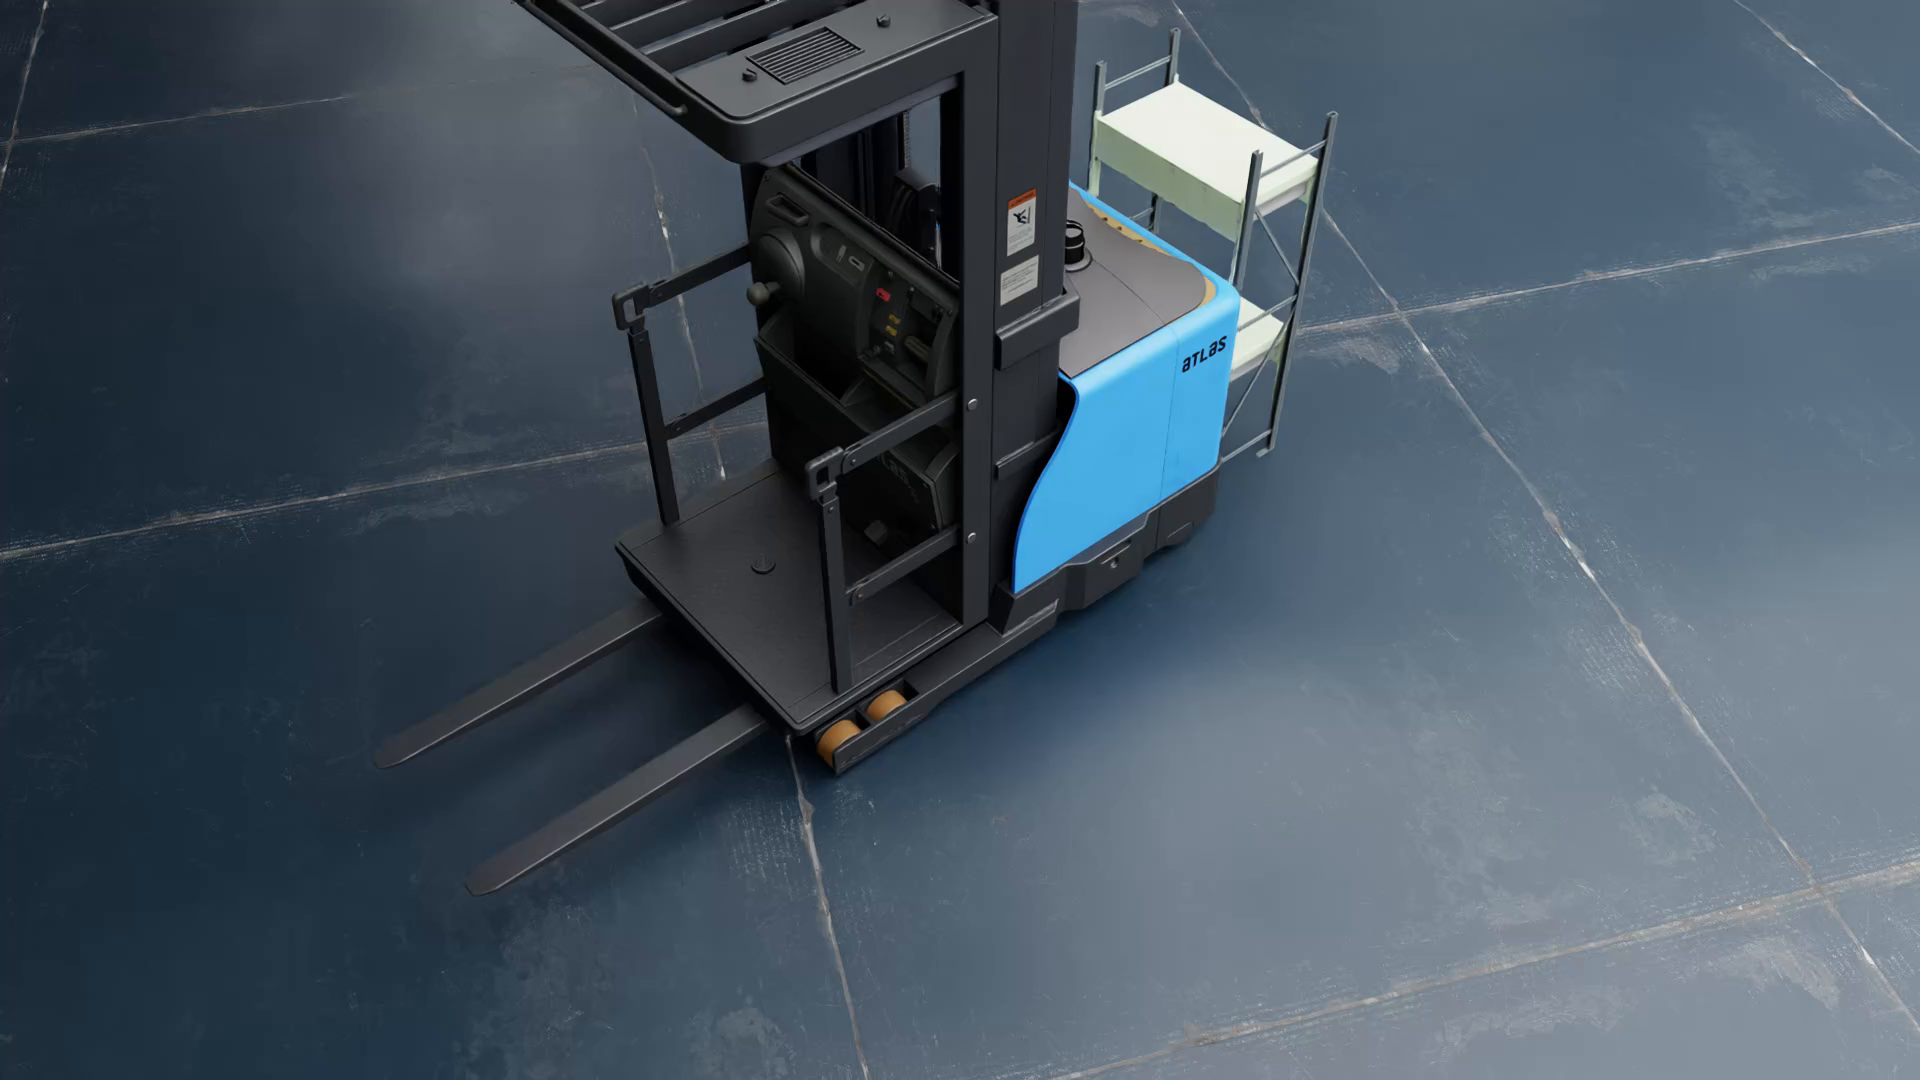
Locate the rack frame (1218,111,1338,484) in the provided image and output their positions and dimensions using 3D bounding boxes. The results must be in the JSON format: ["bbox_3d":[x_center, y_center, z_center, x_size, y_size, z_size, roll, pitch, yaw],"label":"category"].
[{"bbox_3d":[1.095,-0.808,5.988,0.400,1.500,0.023,-31,53,-27],"label":"rack frame"}]

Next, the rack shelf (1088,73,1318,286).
[{"bbox_3d":[0.862,-1.282,5.907,0.431,0.370,0.720,-31,53,-27],"label":"rack shelf"}]

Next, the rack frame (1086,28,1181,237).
[{"bbox_3d":[0.622,-1.207,6.379,0.400,1.500,0.023,-31,53,-27],"label":"rack frame"}]

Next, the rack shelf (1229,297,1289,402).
[{"bbox_3d":[0.856,-0.777,6.415,0.431,0.370,0.720,-31,53,-27],"label":"rack shelf"}]

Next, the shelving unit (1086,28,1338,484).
[{"bbox_3d":[0.859,-1.007,6.183,0.431,1.500,0.755,-31,53,-27],"label":"shelving unit"}]

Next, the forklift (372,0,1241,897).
[{"bbox_3d":[-0.491,-0.695,4.879,3.031,2.935,1.130,-31,53,-27],"label":"forklift"}]
